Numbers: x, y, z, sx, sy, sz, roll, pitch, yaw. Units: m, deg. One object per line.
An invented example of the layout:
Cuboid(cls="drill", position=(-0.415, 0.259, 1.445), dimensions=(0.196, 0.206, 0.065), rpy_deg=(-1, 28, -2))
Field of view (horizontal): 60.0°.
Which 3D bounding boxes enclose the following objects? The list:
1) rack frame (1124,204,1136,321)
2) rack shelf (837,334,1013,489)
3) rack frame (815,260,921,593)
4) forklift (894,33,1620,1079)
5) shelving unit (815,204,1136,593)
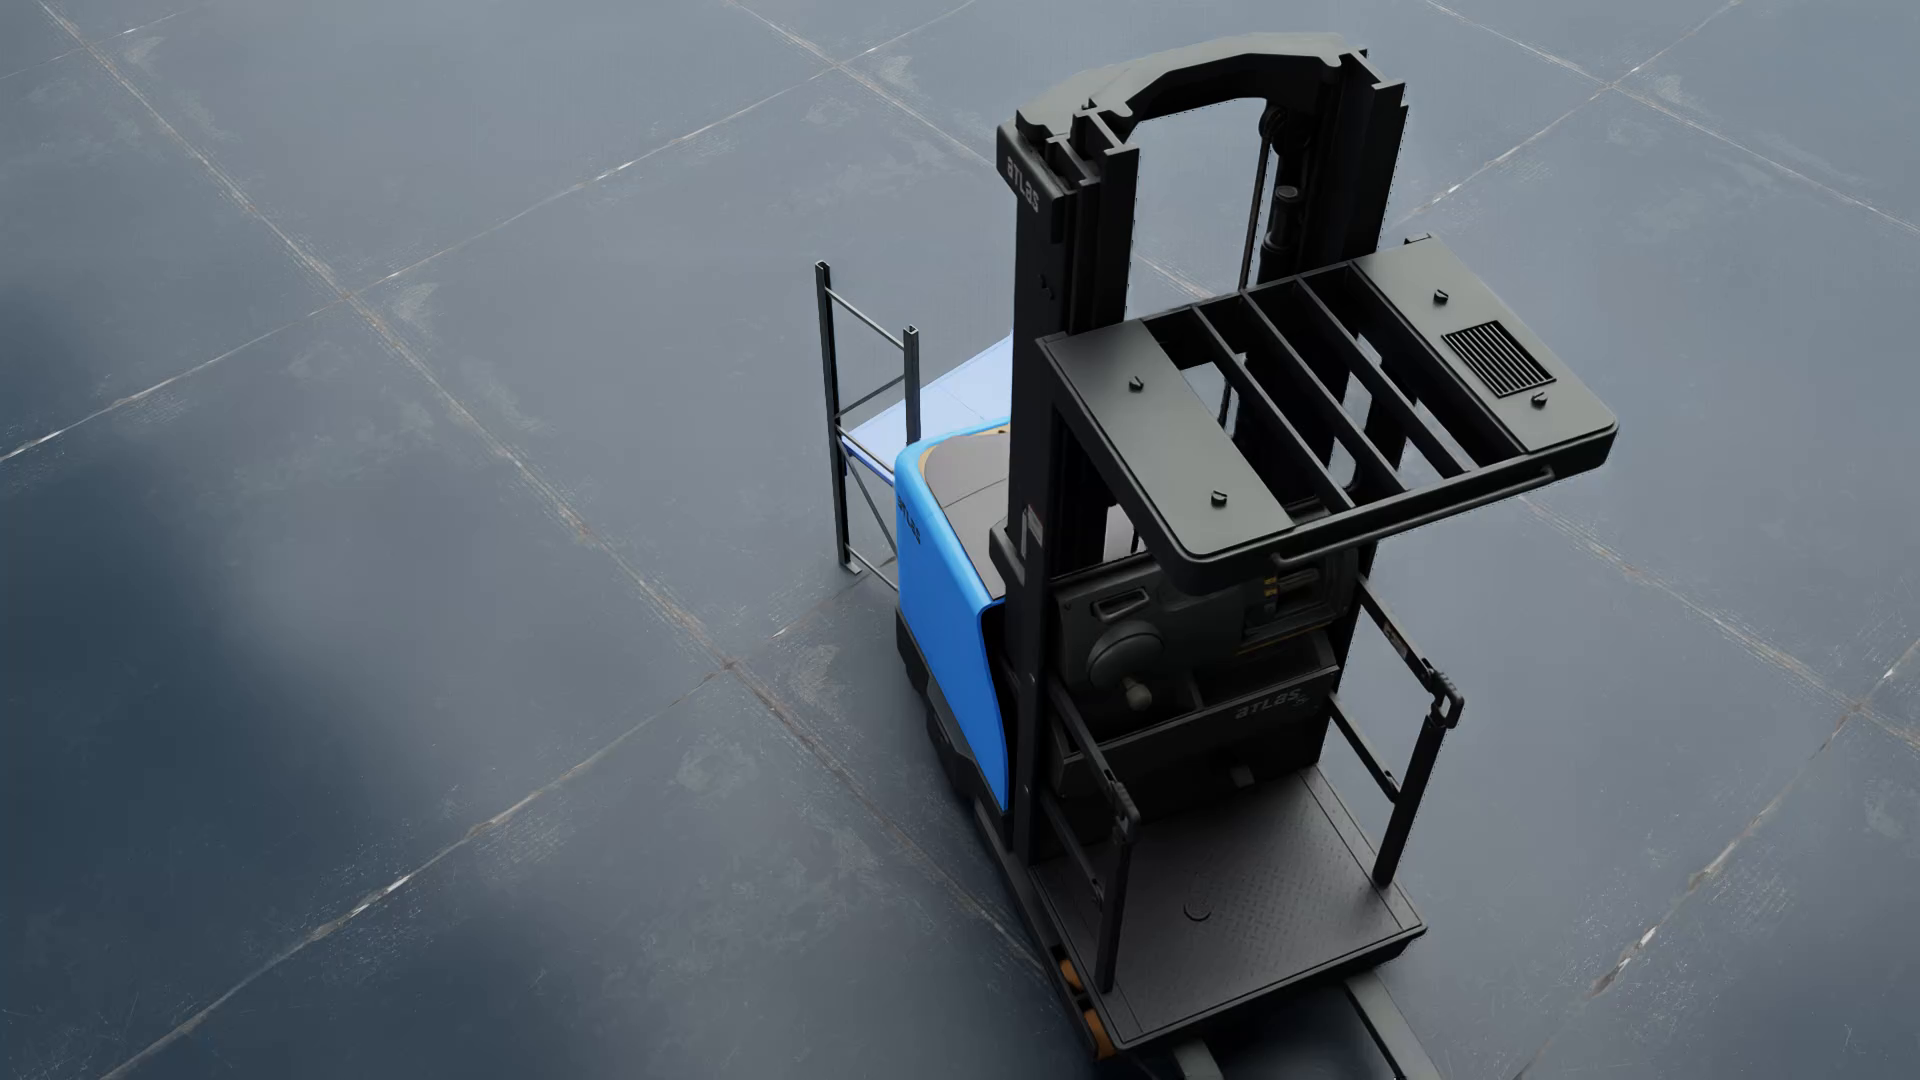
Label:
Cuboid(cls="rack frame", position=(0.439, -0.802, 6.523), dimensions=(0.032, 1.500, 0.500), rpy_deg=(-34, 56, -27))
Cuboid(cls="rack shelf", position=(0.063, -0.429, 6.423), dimensions=(1.000, 0.185, 0.538), rpy_deg=(-34, 56, -27))
Cuboid(cls="rack frame", position=(-0.313, -0.299, 6.059), dimensions=(0.032, 1.500, 0.500), rpy_deg=(-34, 56, -27))
Cuboid(cls="forklift", position=(0.790, 0.288, 4.544), dimensions=(1.130, 2.935, 3.031), rpy_deg=(-17, 50, -15))
Cuboid(cls="shelving unit", position=(0.063, -0.551, 6.291), dimensions=(1.048, 1.500, 0.538), rpy_deg=(-34, 56, -27))
